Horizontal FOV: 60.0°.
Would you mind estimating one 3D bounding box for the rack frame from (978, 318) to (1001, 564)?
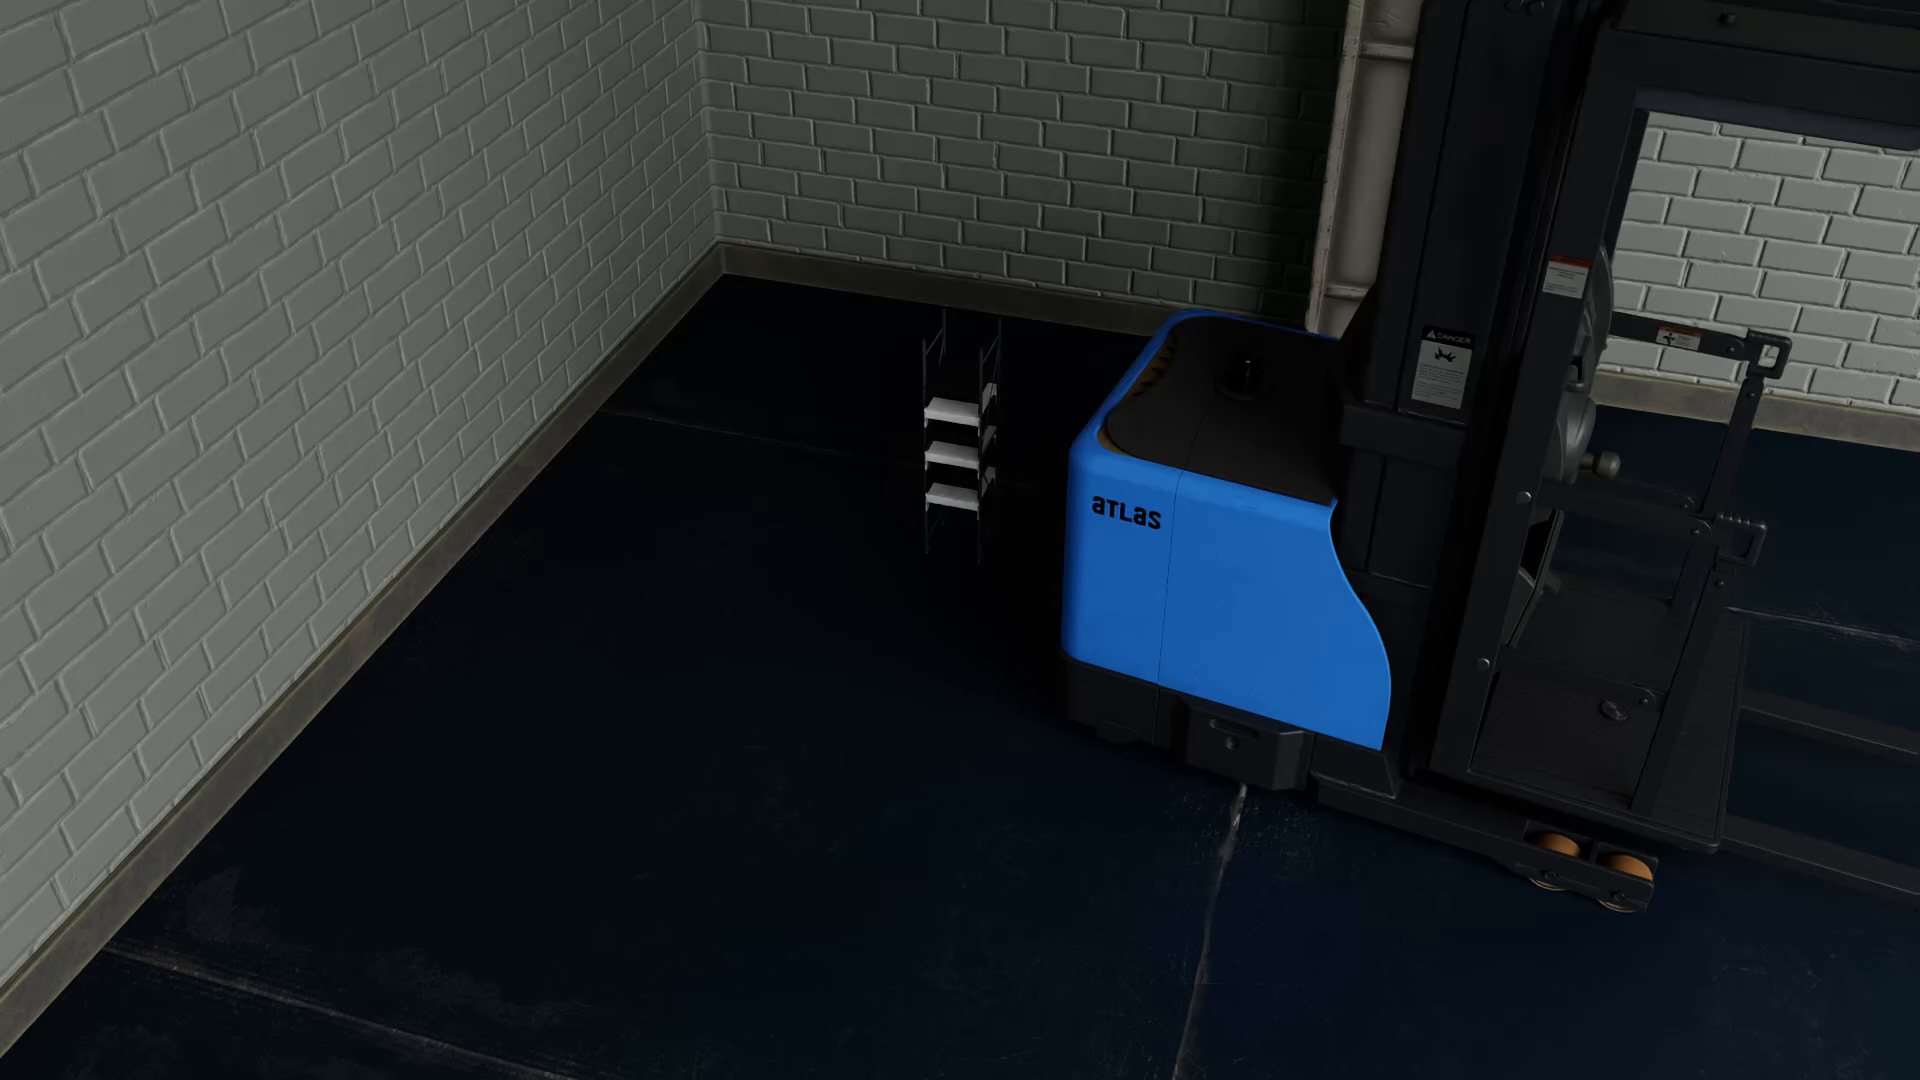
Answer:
[{"bbox_3d":[0.105,-0.343,5.957,0.006,0.900,0.240,10,38,14],"label":"rack frame"}]

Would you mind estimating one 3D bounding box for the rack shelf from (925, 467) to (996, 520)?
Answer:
[{"bbox_3d":[0.008,-0.189,6.108,0.200,0.077,0.258,10,38,14],"label":"rack shelf"}]

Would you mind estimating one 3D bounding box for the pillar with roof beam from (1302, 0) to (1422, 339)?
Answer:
[{"bbox_3d":[0.381,-1.881,1.214,0.400,9.000,9.100,10,38,14],"label":"pillar with roof beam"}]

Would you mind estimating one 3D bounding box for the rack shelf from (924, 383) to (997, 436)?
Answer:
[{"bbox_3d":[0.008,-0.479,5.894,0.200,0.077,0.258,10,38,14],"label":"rack shelf"}]

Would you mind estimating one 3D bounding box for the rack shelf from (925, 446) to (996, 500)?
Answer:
[{"bbox_3d":[0.008,-0.262,6.054,0.200,0.077,0.258,10,38,14],"label":"rack shelf"}]

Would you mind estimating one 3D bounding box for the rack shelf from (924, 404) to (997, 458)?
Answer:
[{"bbox_3d":[0.008,-0.407,5.948,0.200,0.077,0.258,10,38,14],"label":"rack shelf"}]

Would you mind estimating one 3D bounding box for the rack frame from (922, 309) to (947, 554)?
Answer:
[{"bbox_3d":[-0.089,-0.379,6.006,0.006,0.900,0.240,10,38,14],"label":"rack frame"}]

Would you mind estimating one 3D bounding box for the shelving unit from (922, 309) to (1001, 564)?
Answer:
[{"bbox_3d":[0.008,-0.361,5.981,0.210,0.900,0.258,10,38,14],"label":"shelving unit"}]

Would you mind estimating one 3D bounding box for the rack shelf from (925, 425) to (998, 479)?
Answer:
[{"bbox_3d":[0.008,-0.334,6.001,0.200,0.077,0.258,10,38,14],"label":"rack shelf"}]

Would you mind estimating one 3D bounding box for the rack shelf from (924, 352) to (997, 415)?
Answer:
[{"bbox_3d":[0.008,-0.552,5.841,0.200,0.077,0.258,10,38,14],"label":"rack shelf"}]

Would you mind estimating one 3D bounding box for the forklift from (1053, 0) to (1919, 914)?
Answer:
[{"bbox_3d":[1.862,-0.470,4.415,3.031,2.935,1.130,16,39,20],"label":"forklift"}]
